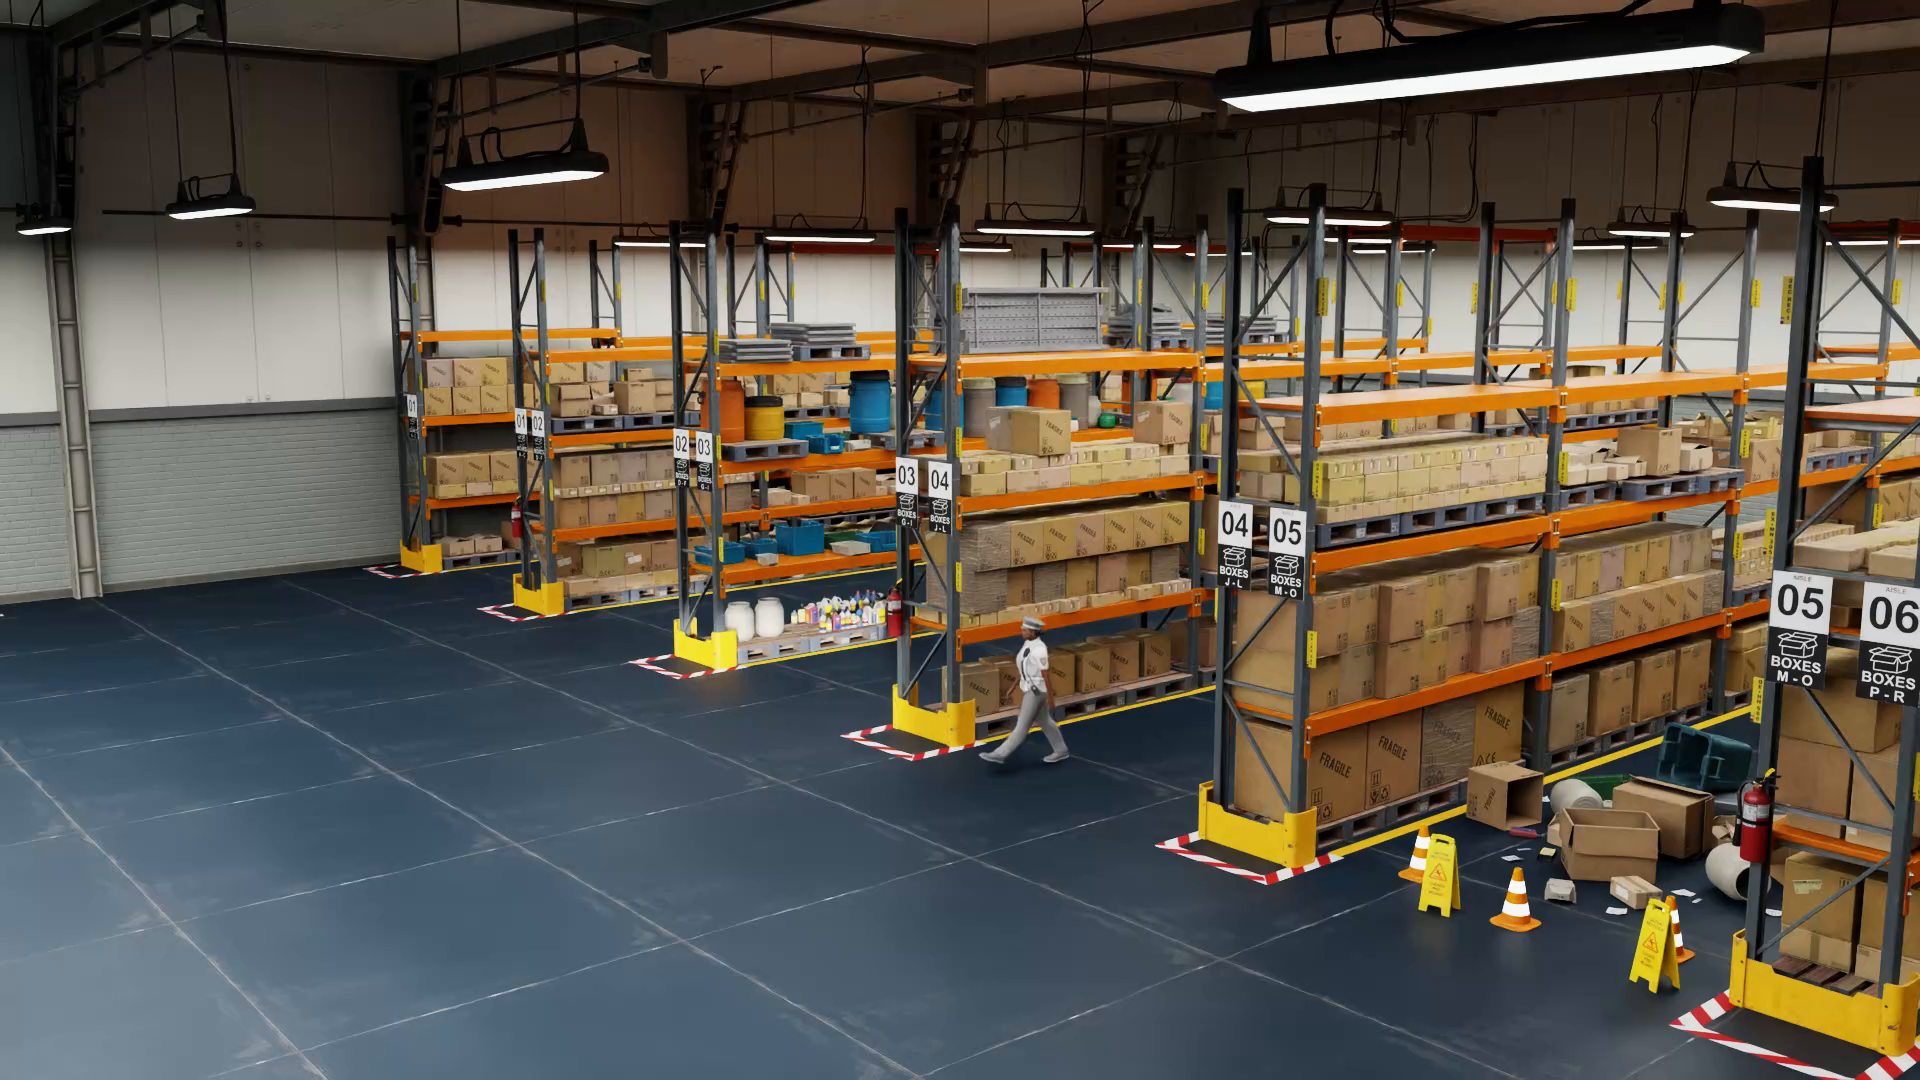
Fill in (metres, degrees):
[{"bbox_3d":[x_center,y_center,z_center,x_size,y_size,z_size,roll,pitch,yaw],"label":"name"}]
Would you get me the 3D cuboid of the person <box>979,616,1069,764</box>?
[{"bbox_3d":[0.688,1.617,17.852,1.028,1.624,0.501,-1,9,-8],"label":"person"}]
